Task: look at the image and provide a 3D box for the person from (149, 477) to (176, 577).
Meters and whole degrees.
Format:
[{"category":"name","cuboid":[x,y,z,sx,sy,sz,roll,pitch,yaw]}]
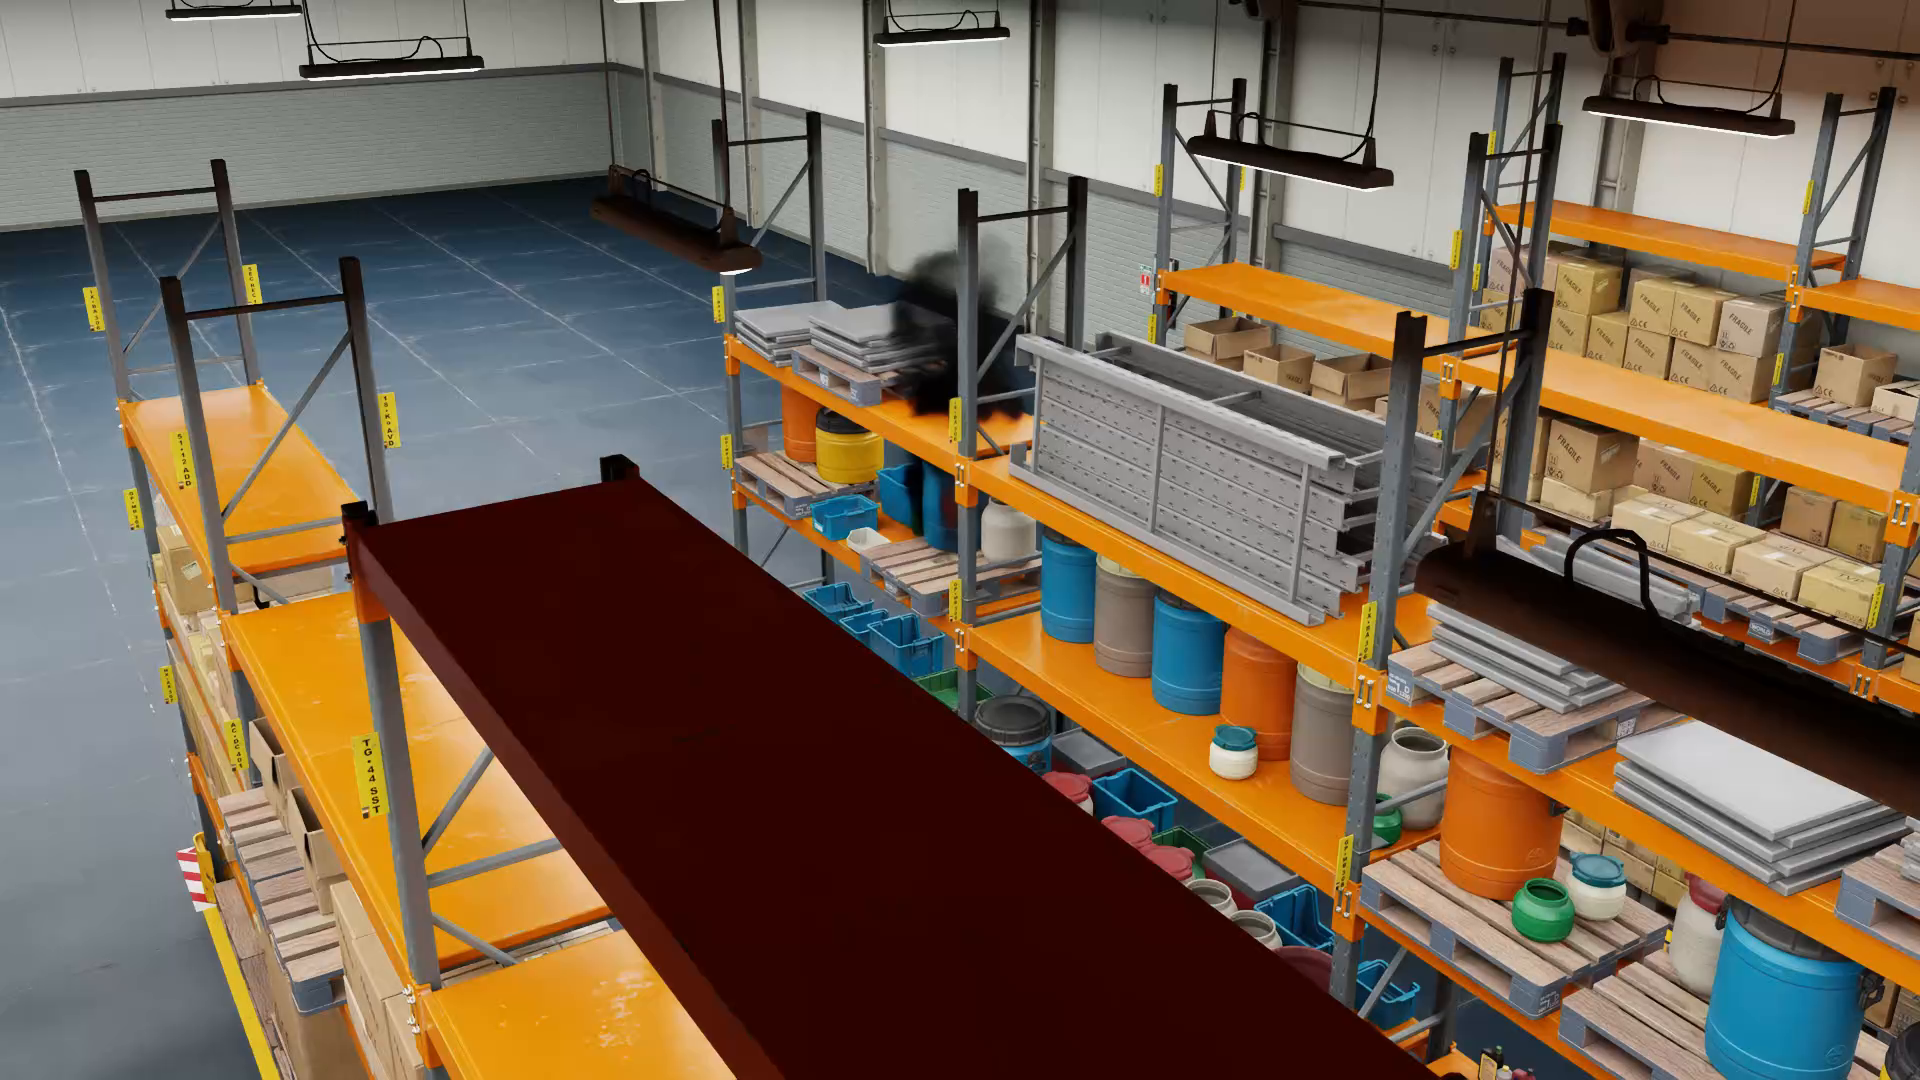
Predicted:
[{"category":"person","cuboid":[-8.955,0.020,18.984,0.877,1.808,0.668,-2,22,-5]}]
